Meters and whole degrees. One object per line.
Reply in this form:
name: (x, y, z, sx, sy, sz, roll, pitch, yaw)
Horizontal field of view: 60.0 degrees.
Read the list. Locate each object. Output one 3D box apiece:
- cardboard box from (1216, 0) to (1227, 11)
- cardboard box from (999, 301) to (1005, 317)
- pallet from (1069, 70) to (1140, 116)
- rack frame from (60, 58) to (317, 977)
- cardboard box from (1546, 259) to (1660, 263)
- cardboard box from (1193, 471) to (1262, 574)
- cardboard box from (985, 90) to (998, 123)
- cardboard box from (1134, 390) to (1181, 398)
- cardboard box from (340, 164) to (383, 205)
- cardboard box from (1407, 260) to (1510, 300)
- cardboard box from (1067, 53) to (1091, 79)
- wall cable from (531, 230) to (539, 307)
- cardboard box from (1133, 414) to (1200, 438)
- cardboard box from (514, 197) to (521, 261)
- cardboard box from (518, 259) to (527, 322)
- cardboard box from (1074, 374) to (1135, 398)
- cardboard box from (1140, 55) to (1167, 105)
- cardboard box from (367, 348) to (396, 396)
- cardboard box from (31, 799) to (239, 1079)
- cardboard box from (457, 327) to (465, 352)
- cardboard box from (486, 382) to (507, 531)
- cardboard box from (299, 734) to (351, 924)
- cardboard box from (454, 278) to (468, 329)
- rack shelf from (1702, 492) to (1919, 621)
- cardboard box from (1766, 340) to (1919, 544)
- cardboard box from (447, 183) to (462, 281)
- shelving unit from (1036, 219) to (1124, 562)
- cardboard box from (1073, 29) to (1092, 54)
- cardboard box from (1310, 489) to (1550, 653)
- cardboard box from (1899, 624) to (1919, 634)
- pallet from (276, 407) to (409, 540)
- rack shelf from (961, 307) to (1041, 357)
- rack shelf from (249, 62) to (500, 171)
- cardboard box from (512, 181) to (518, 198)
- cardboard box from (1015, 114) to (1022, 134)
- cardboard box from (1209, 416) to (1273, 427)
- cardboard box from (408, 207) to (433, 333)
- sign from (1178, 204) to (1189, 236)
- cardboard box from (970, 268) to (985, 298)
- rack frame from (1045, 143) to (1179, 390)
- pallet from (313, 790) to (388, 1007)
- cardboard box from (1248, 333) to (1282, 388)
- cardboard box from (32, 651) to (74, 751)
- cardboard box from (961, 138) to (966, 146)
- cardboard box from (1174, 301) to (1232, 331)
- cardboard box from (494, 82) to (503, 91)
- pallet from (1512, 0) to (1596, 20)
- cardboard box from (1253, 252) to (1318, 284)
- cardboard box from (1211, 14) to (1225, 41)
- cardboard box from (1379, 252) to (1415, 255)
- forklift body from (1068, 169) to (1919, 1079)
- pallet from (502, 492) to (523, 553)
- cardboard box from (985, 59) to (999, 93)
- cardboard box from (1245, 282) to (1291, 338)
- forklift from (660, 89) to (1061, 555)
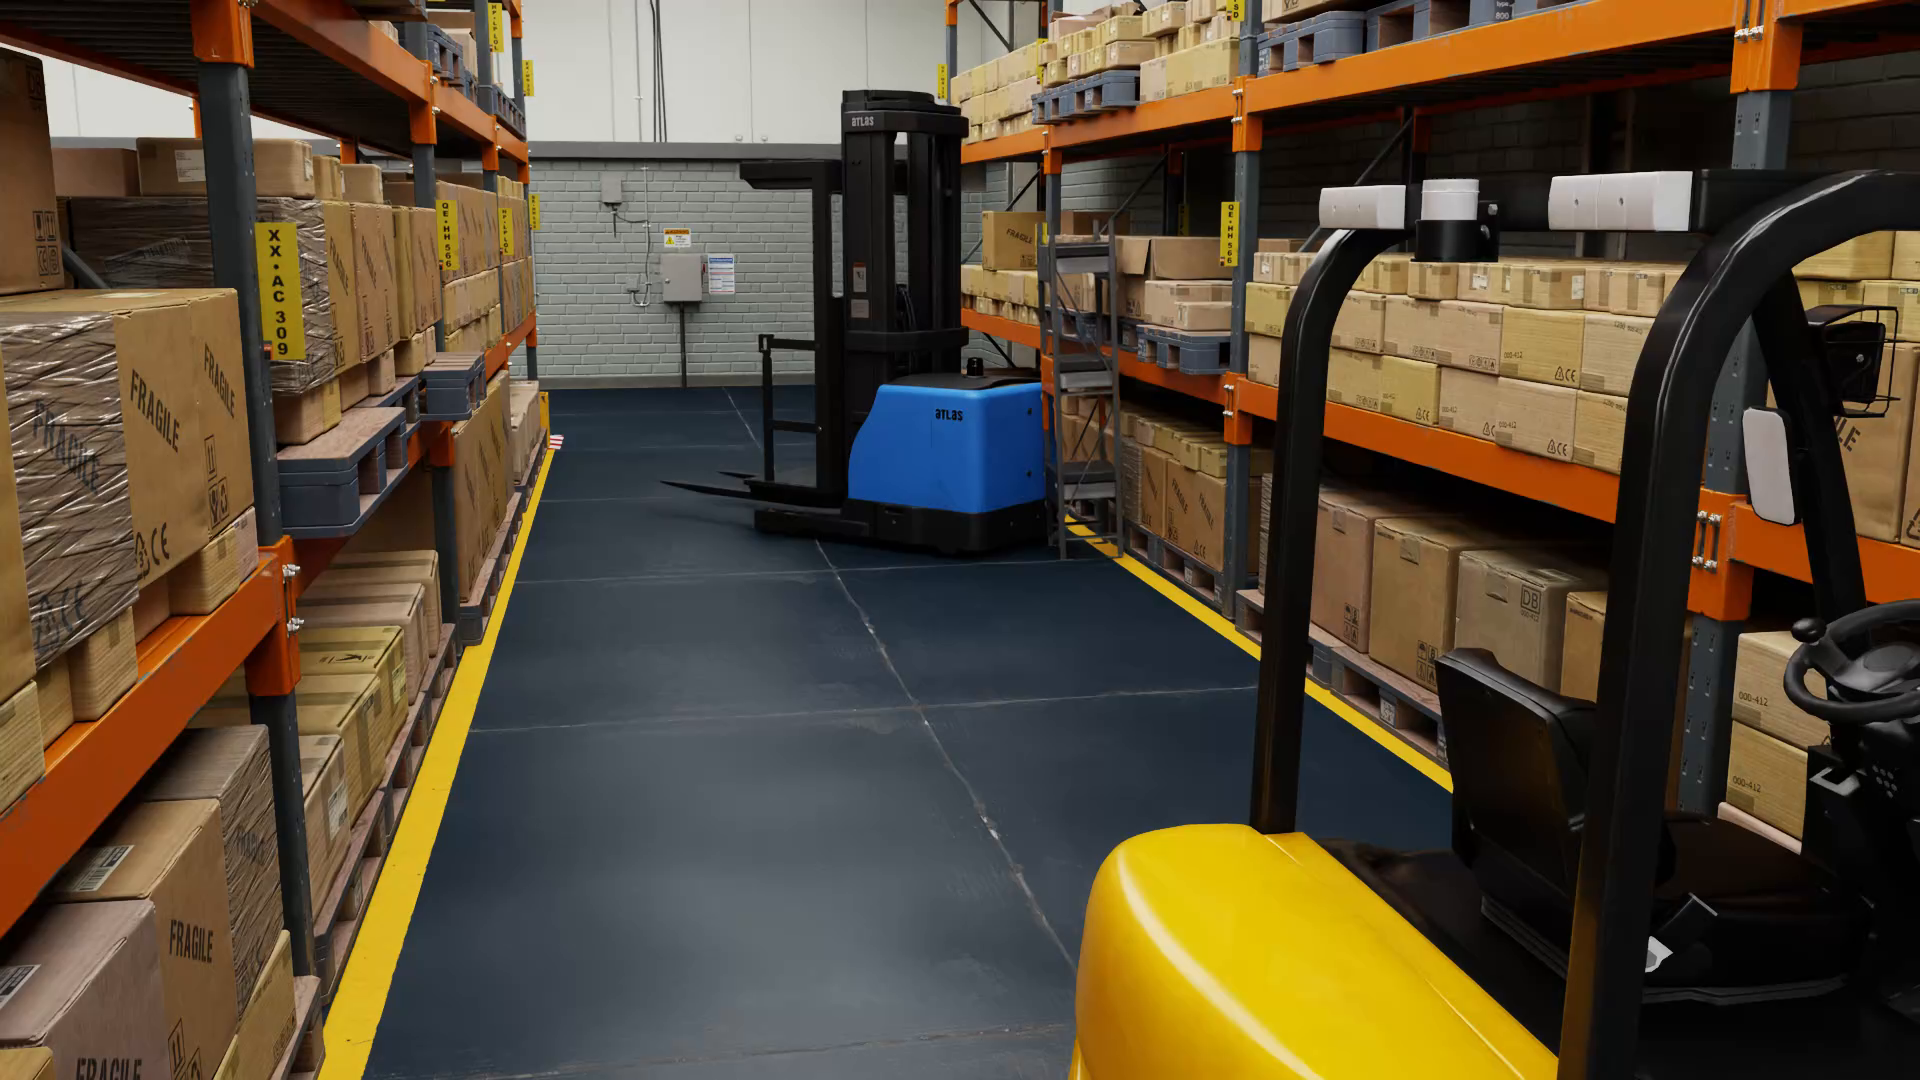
cardboard box: (1.565, -2.860, 8.717, 0.380, 0.149, 0.250, -2, 11, -9)
cardboard box: (0.551, -2.009, 14.401, 0.380, 0.149, 0.250, -2, 11, -11)
pallet: (1.406, -2.868, 10.725, 1.213, 0.211, 1.003, -2, 11, -11)
rack frame: (-2.169, -0.151, 3.967, 1.000, 3.000, 0.127, -2, 11, -11)
cardboard box: (2.591, -1.054, 6.707, 0.380, 0.149, 0.250, -2, 11, -11)
cardboard box: (1.629, -0.114, 9.334, 0.500, 0.500, 0.500, -2, 11, -9)
cardboard box: (0.514, -3.707, 14.233, 0.500, 0.250, 0.500, -2, 11, -12)
cardboard box: (1.498, -1.039, 12.462, 0.380, 0.149, 0.250, -3, 11, -13)
cardboard box: (-2.352, -1.315, 6.162, 0.380, 0.149, 0.250, -3, 11, -14)
cardboard box: (2.010, -1.034, 6.602, 0.380, 0.149, 0.250, -2, 11, -13)
cardboard box: (0.939, -3.195, 11.217, 0.380, 0.149, 0.250, -2, 11, -10)
wall cable: (-5.622, -3.900, 20.862, 0.585, 1.953, 0.123, -2, 11, -11)
cardboard box: (1.349, -0.735, 10.865, 0.380, 0.149, 0.250, -2, 11, -11)
cardboard box: (-3.856, -2.534, 13.548, 0.500, 0.500, 0.500, -2, 11, -11)
cardboard box: (-3.843, -2.041, 13.632, 0.500, 0.500, 0.500, -2, 11, -9)
cardboard box: (1.050, -1.121, 12.096, 0.380, 0.149, 0.250, -3, 11, -14)
cardboard box: (1.388, -2.735, 9.922, 0.500, 0.250, 0.500, -2, 11, -11)
cardboard box: (-2.192, -0.587, 5.806, 0.380, 0.149, 0.250, -2, 11, -9)
cardboard box: (-1.690, 0.817, 3.106, 0.500, 0.500, 0.500, -2, 11, -10)
cardboard box: (-2.912, -1.003, 8.847, 0.500, 0.250, 0.500, -2, 11, -13)
cardboard box: (-3.342, -0.505, 10.384, 0.875, 0.875, 0.875, -2, 11, -9)
cardboard box: (-2.273, 0.838, 4.679, 0.950, 0.372, 0.625, -2, 11, -10)
cardboard box: (-2.902, -1.253, 8.823, 0.500, 0.250, 0.500, -2, 11, -10)
rack shelf: (3.089, 0.388, 3.059, 1.077, 0.370, 4.000, -2, 11, -11)
cardboard box: (2.530, -0.290, 4.432, 0.500, 0.500, 0.500, -2, 11, -13)
cardboard box: (-2.909, -1.615, 8.717, 0.500, 0.500, 0.500, -2, 11, -11)
shelving unit: (0.759, -0.951, 10.523, 0.431, 2.100, 0.503, -4, 11, -6)
cardboard box: (0.977, -3.340, 11.184, 0.380, 0.149, 0.250, -2, 11, -12)
cardboard box: (2.164, 0.129, 7.725, 0.875, 0.625, 0.625, -2, 11, -9)
cardboard box: (2.985, 0.404, 4.606, 0.500, 0.250, 0.500, -2, 11, -10)
pallet: (-2.175, -0.202, 4.749, 1.003, 0.211, 1.213, -2, 11, -11)
rack shelf: (0.755, -1.813, 14.623, 1.077, 0.370, 4.000, -2, 11, -11)
rack shelf: (-3.336, -2.372, 9.536, 1.077, 0.370, 4.000, -2, 11, -11)
cardboard box: (-4.022, -3.015, 14.336, 0.380, 0.149, 0.250, -2, 11, -10)
cardboard box: (0.652, -3.345, 13.396, 0.380, 0.149, 0.250, -2, 11, -11)
cardboard box: (1.822, -0.705, 10.705, 0.380, 0.149, 0.250, -2, 11, -11)
cardboard box: (-2.474, -1.118, 6.864, 0.500, 0.500, 0.500, -2, 11, -12)
sign: (1.687, -2.389, 12.629, 0.100, 0.325, 0.005, -2, 11, -11)
cardboard box: (0.390, -2.327, 15.006, 0.500, 0.250, 0.500, -2, 11, -12)
rack frame: (1.144, -1.799, 12.628, 1.000, 3.000, 0.127, -2, 11, -11)
pallet: (-2.321, 1.076, 4.978, 1.003, 0.211, 1.213, -2, 11, -11)
cardboard box: (1.768, -0.902, 8.313, 0.500, 0.250, 0.500, -2, 11, -11)
cardboard box: (-1.586, 0.255, 2.509, 0.380, 0.149, 0.250, -2, 11, -12)
cardboard box: (0.200, -3.816, 15.874, 0.380, 0.149, 0.250, -2, 11, -10)
cardboard box: (1.418, -1.255, 9.318, 0.380, 0.149, 0.250, -2, 11, -10)
cardboard box: (-4.327, -3.928, 14.799, 0.500, 0.250, 0.500, -3, 11, -16)
pallet: (2.515, -1.873, 5.504, 0.805, 0.209, 1.217, -3, 11, -13)
cardboard box: (1.695, -1.364, 8.340, 0.380, 0.149, 0.250, -2, 11, -9)
cardboard box: (1.585, -2.766, 9.019, 0.380, 0.149, 0.250, -2, 11, -12)
cardboard box: (2.183, -1.381, 8.429, 0.380, 0.149, 0.250, -2, 11, -9)
forklift body: (1.319, 0.537, 2.623, 2.313, 2.155, 1.214, -2, 11, -11)
pallet: (-3.501, -0.110, 11.208, 1.003, 0.211, 1.213, -2, 11, -11)
cardboard box: (0.506, -3.955, 14.201, 0.500, 0.250, 0.500, -2, 11, -9)
cardboard box: (1.744, -1.147, 8.262, 0.500, 0.250, 0.500, -2, 11, -11)
forklift: (-0.801, -1.538, 11.436, 3.031, 2.935, 1.130, 8, 13, 35)
